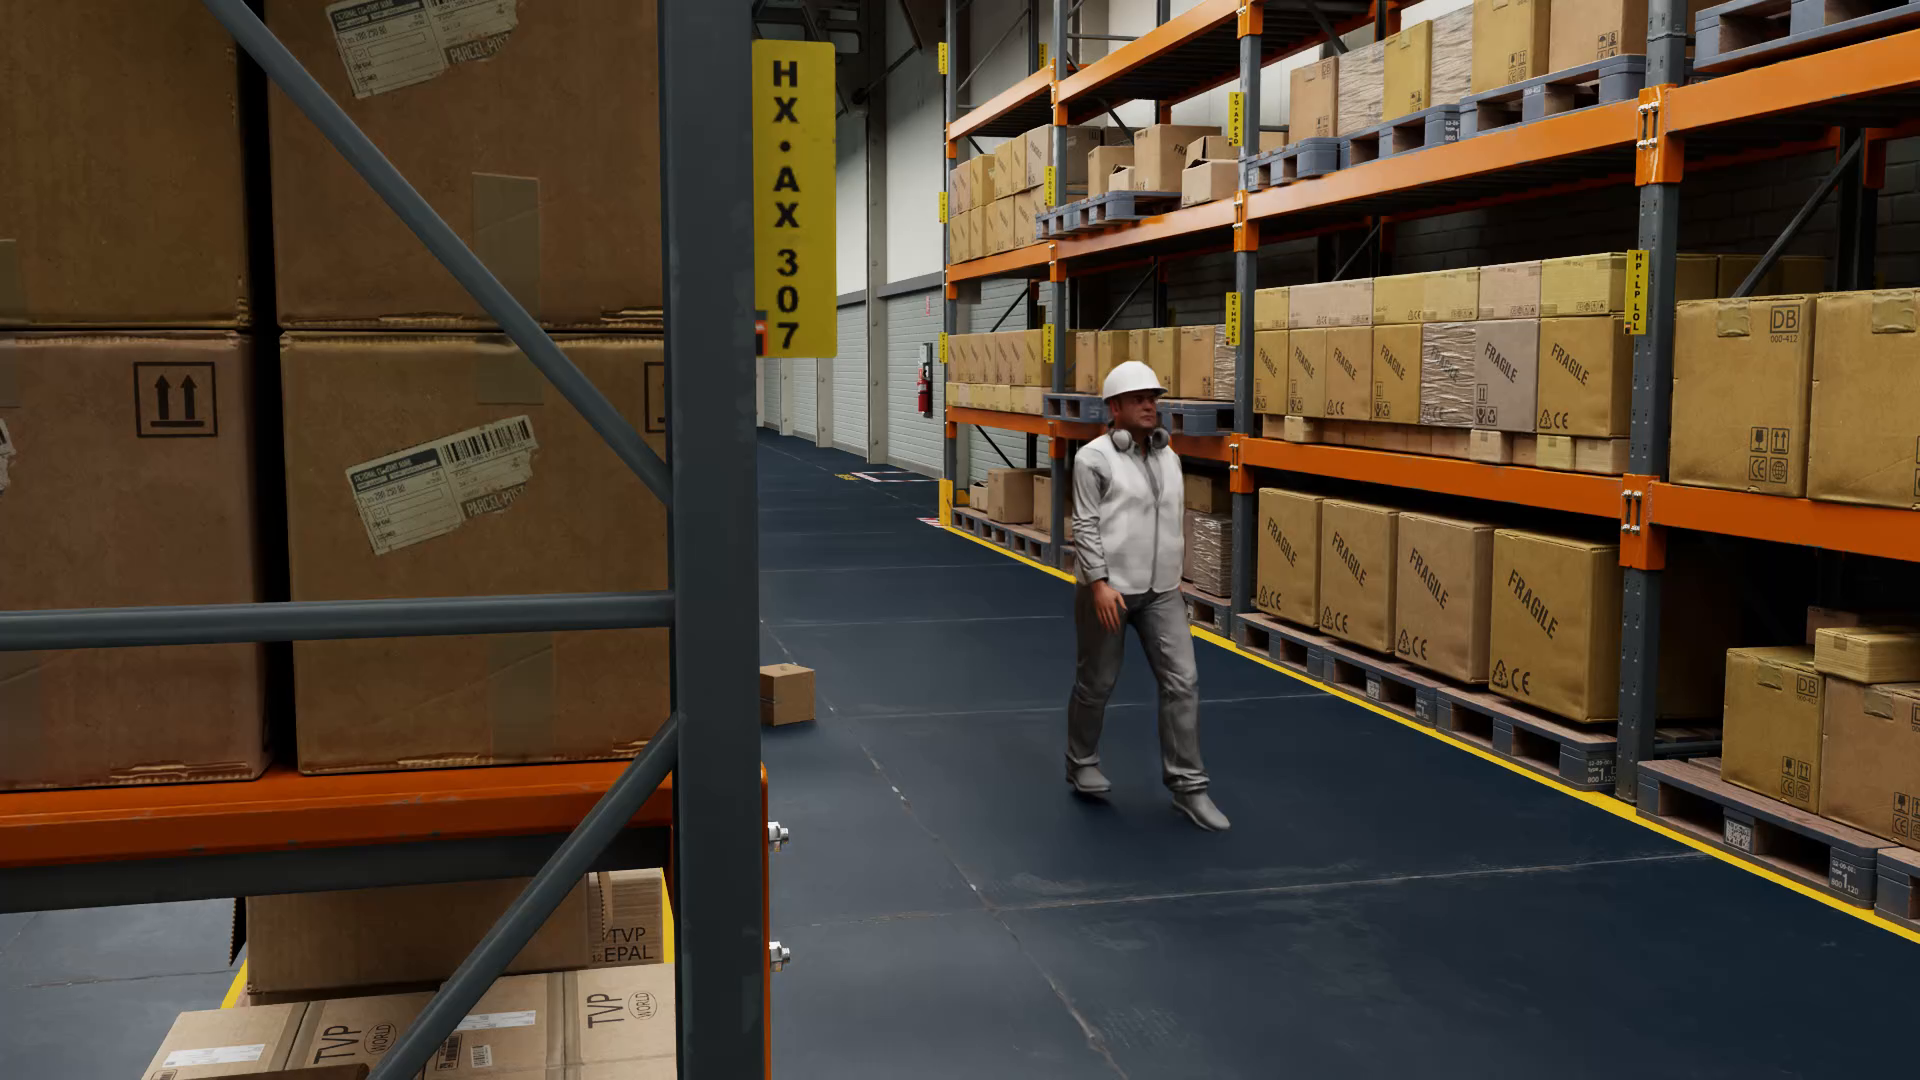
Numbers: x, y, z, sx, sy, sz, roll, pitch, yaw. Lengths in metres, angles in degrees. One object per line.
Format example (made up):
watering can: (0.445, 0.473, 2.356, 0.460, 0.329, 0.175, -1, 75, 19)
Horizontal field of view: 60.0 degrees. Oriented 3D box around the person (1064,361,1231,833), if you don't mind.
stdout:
person: (0.701, 0.198, 6.506, 0.590, 1.785, 0.840, -3, 7, -27)
